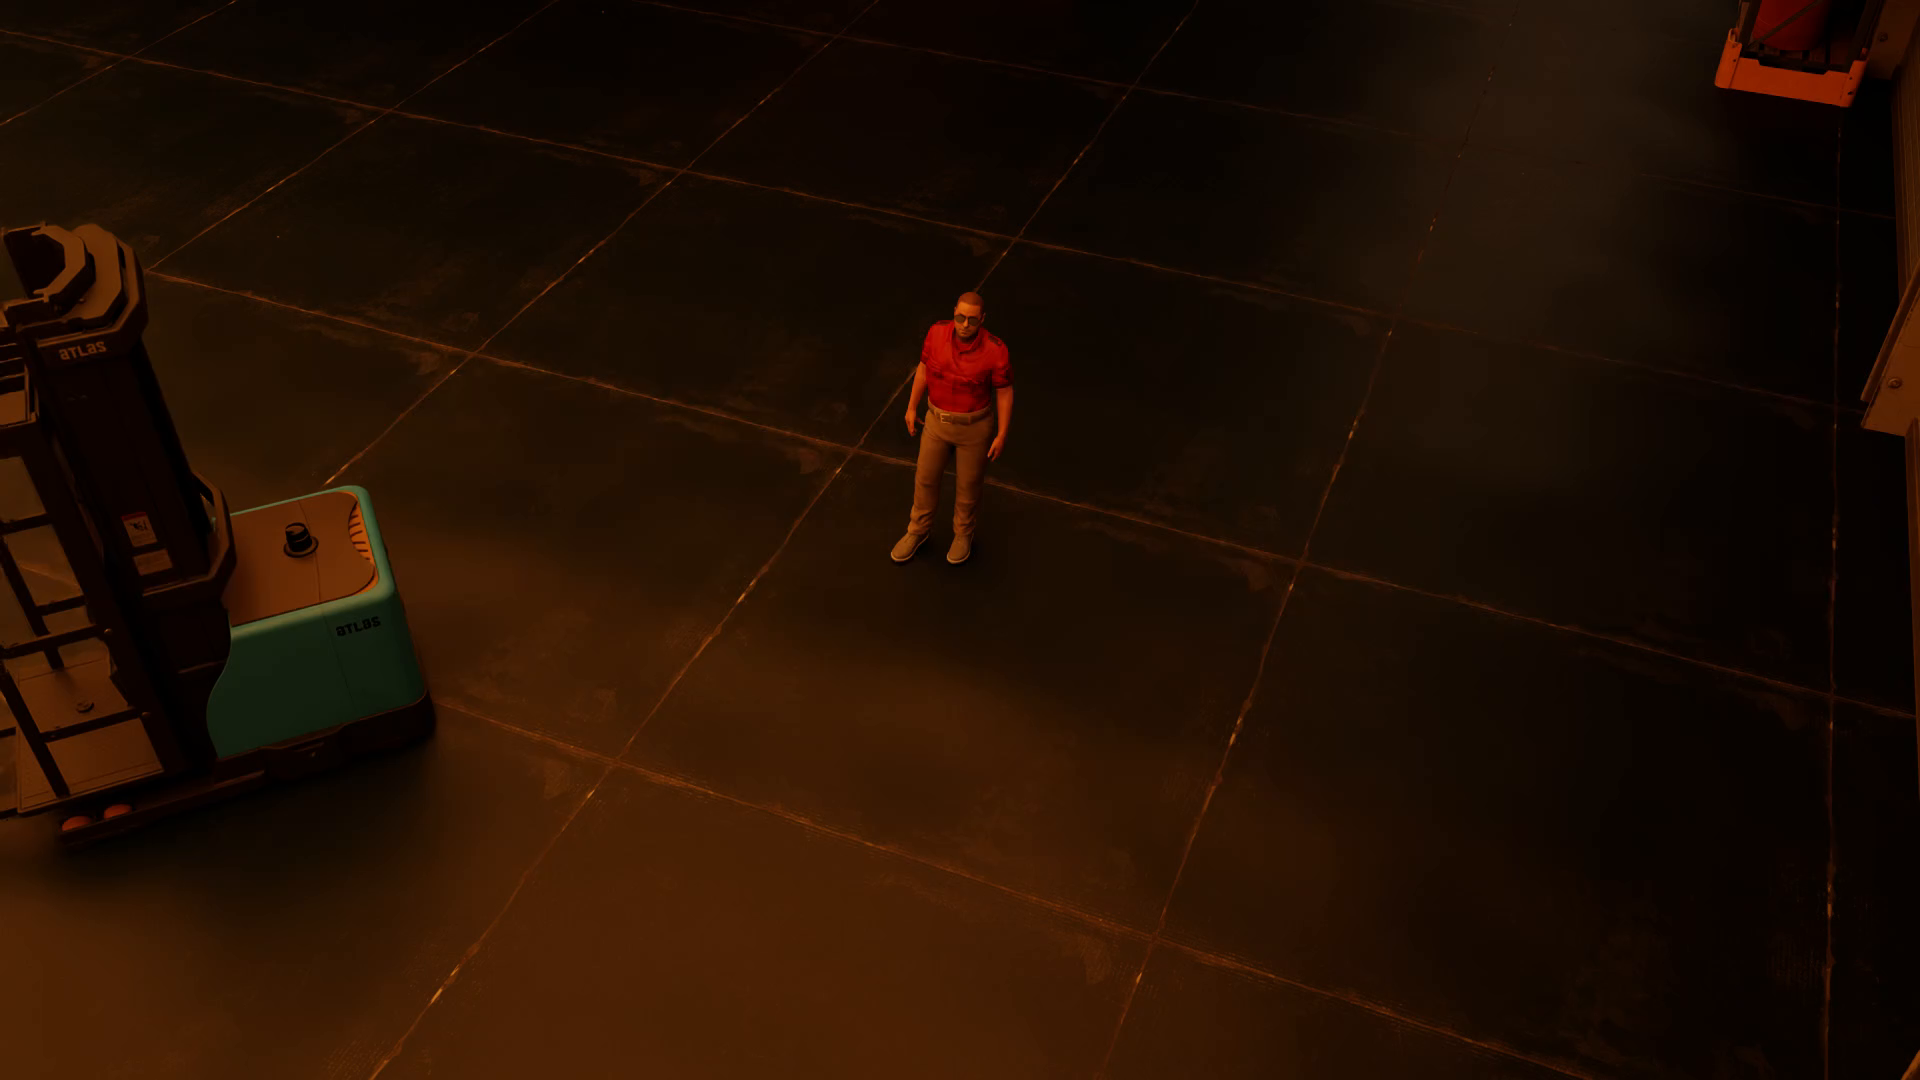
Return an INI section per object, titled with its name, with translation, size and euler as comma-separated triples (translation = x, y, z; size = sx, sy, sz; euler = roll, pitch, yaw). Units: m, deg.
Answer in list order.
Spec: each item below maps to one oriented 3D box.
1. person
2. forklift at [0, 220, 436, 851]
[person]
translation = -0.045, -0.619, 9.669
size = 0.641, 1.727, 0.550
euler = 15, 42, 17
[forklift]
translation = -4.398, 0.049, 7.948
size = 3.031, 2.935, 1.130
euler = -16, 43, -18
